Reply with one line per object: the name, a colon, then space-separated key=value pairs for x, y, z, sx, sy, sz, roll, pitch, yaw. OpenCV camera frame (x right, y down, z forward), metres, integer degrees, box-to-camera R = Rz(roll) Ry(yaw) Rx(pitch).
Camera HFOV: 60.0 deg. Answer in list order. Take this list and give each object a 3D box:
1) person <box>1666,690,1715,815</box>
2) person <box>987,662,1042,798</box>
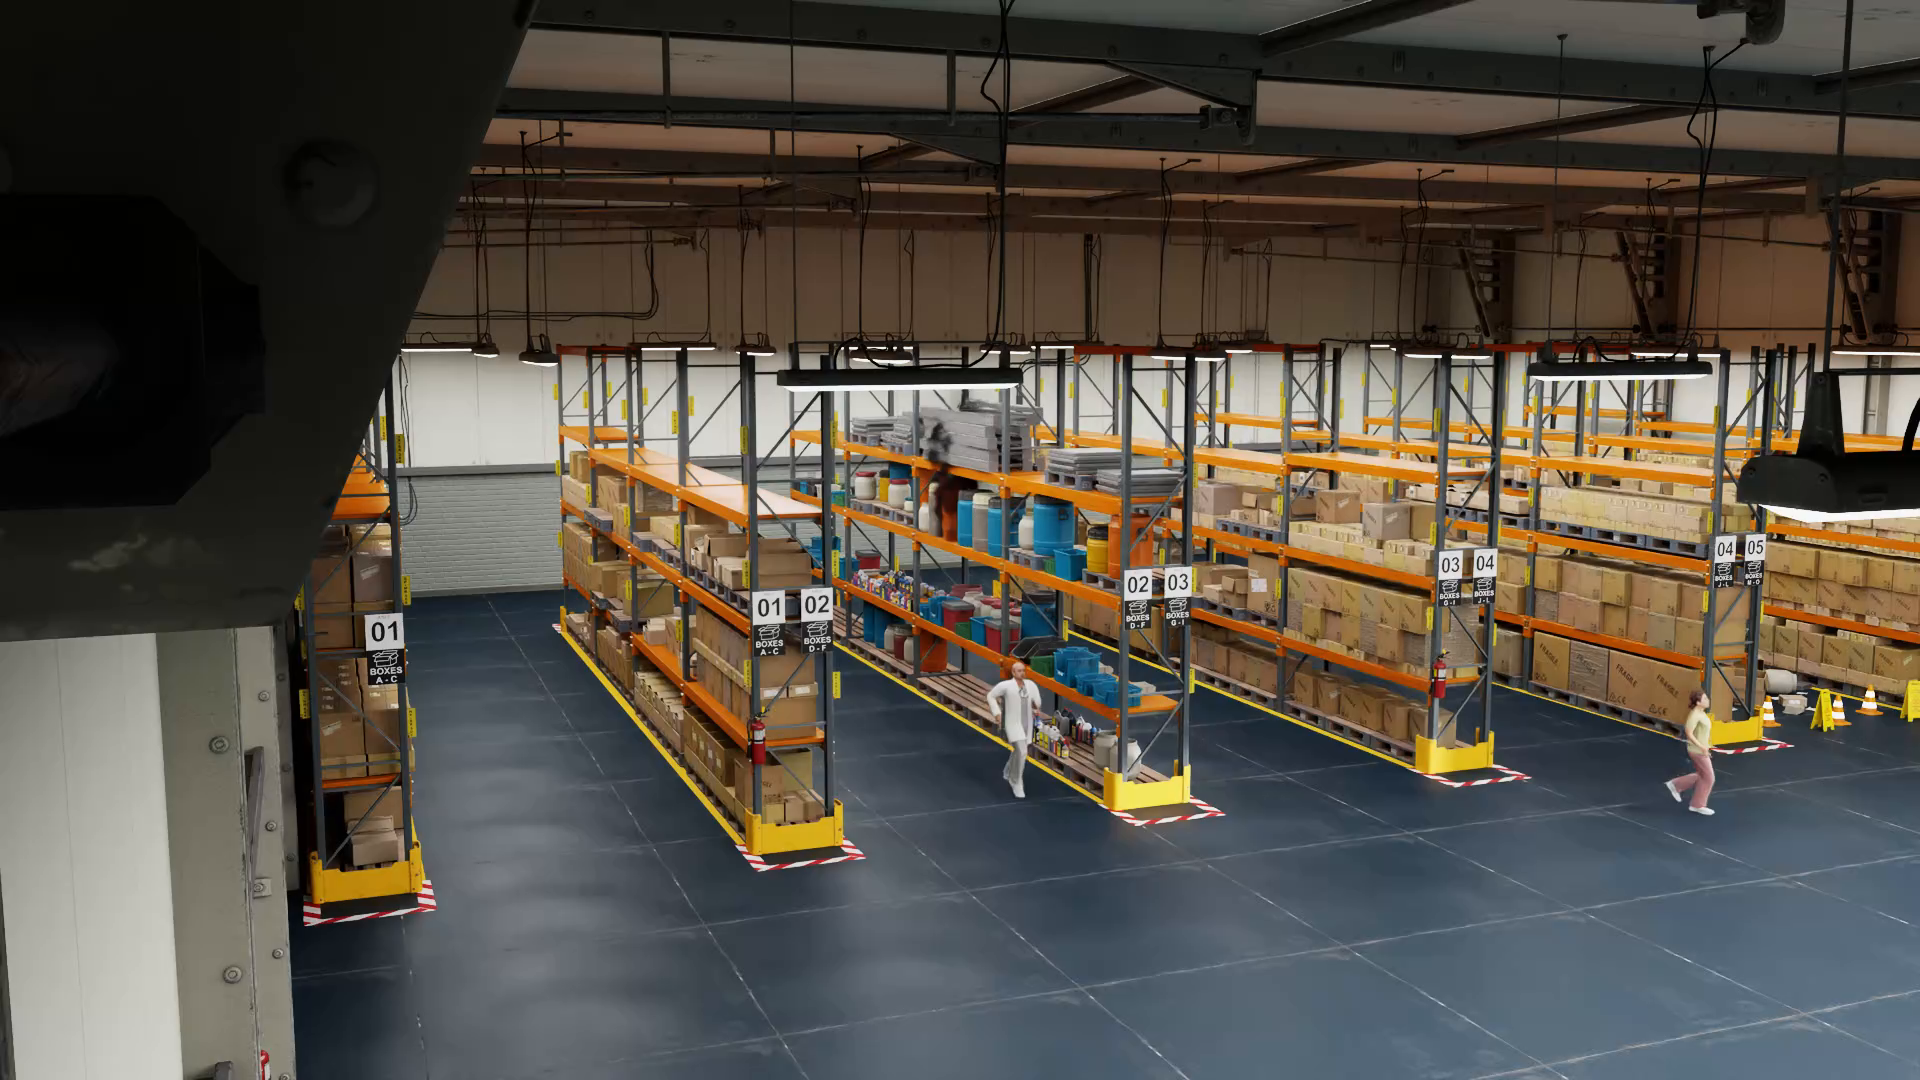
person: x=9.613 y=2.767 z=21.815 sx=0.603 sy=1.644 sz=0.577 roll=3 pitch=8 yaw=24
person: x=0.794 y=2.578 z=22.712 sx=0.667 sy=1.843 sz=0.822 roll=-5 pitch=9 yaw=-33
